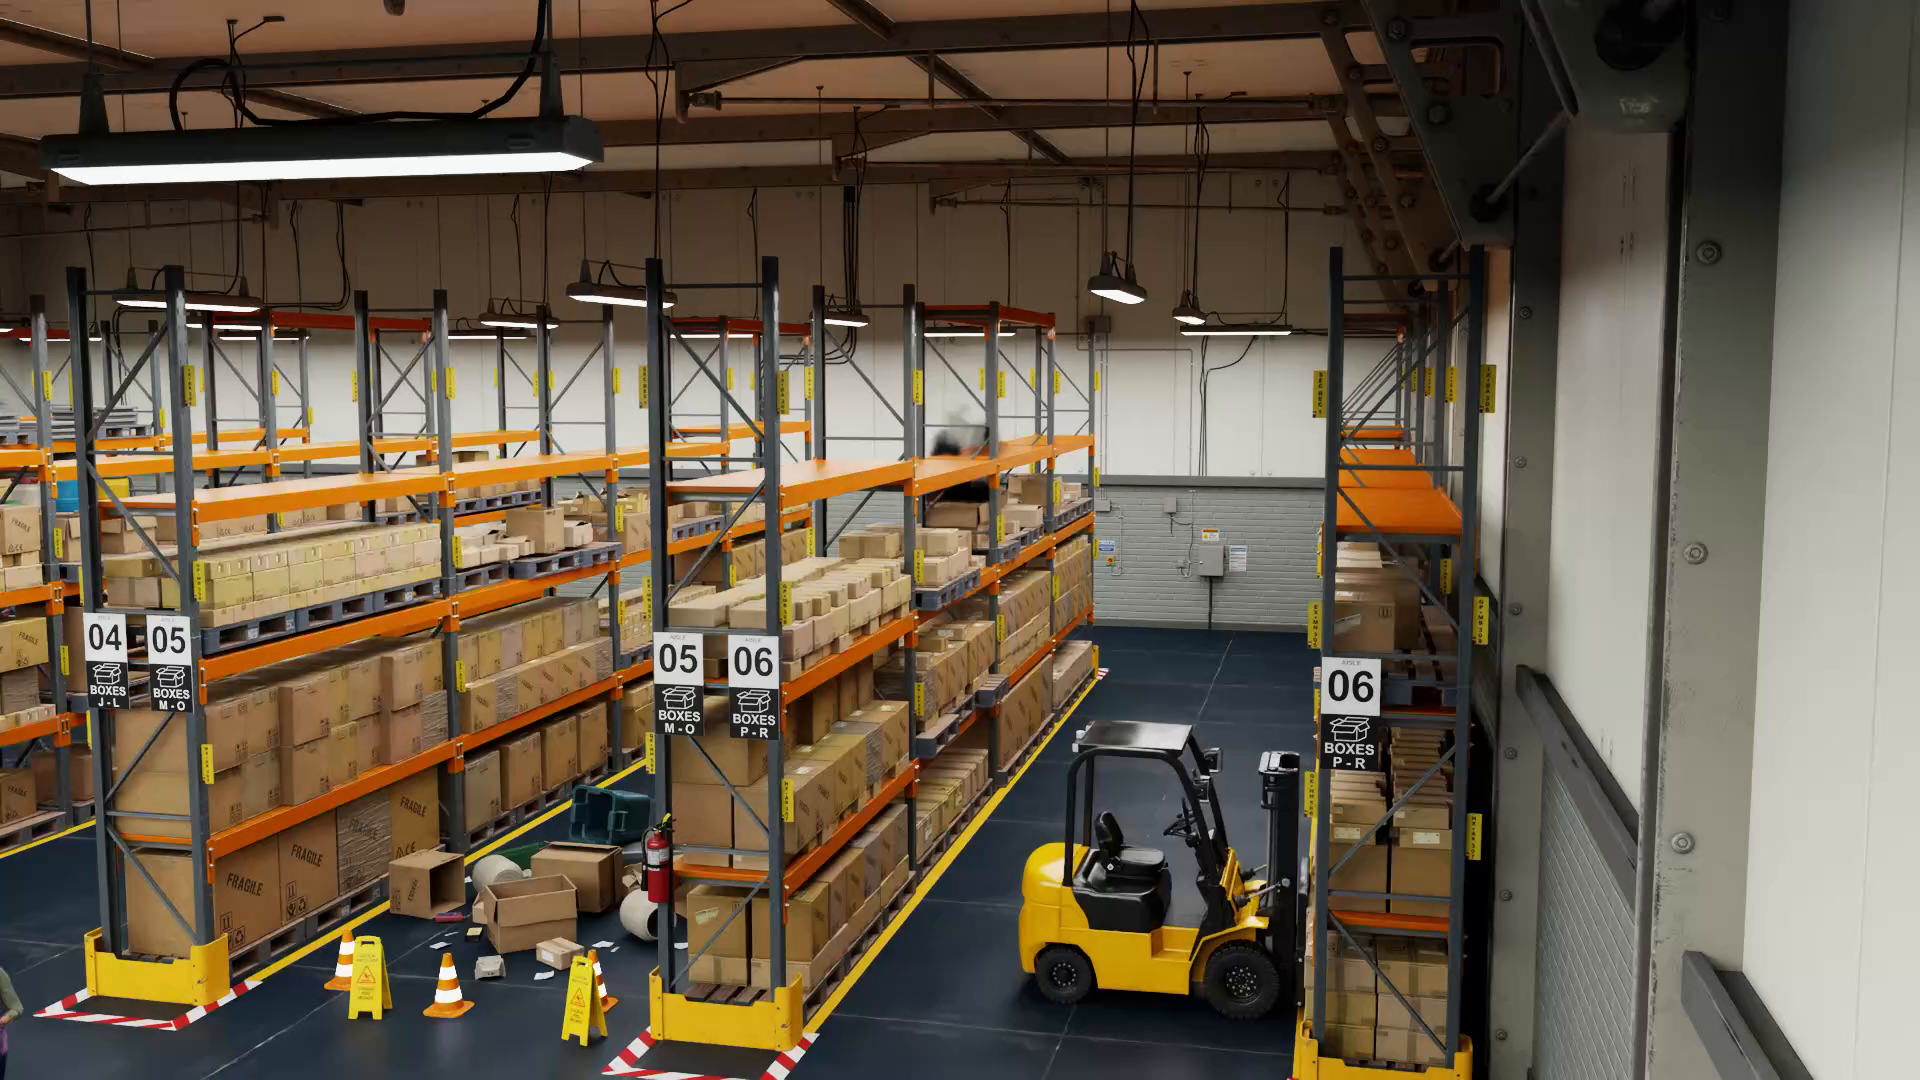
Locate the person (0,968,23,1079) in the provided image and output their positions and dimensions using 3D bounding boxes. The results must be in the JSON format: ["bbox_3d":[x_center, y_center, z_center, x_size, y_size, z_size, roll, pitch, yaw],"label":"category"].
[{"bbox_3d":[-6.254,3.295,10.586,0.533,1.629,0.821,-4,7,-32],"label":"person"}]

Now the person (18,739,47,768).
[{"bbox_3d":[-11.972,2.200,21.284,0.521,1.596,0.877,0,6,1],"label":"person"}]
